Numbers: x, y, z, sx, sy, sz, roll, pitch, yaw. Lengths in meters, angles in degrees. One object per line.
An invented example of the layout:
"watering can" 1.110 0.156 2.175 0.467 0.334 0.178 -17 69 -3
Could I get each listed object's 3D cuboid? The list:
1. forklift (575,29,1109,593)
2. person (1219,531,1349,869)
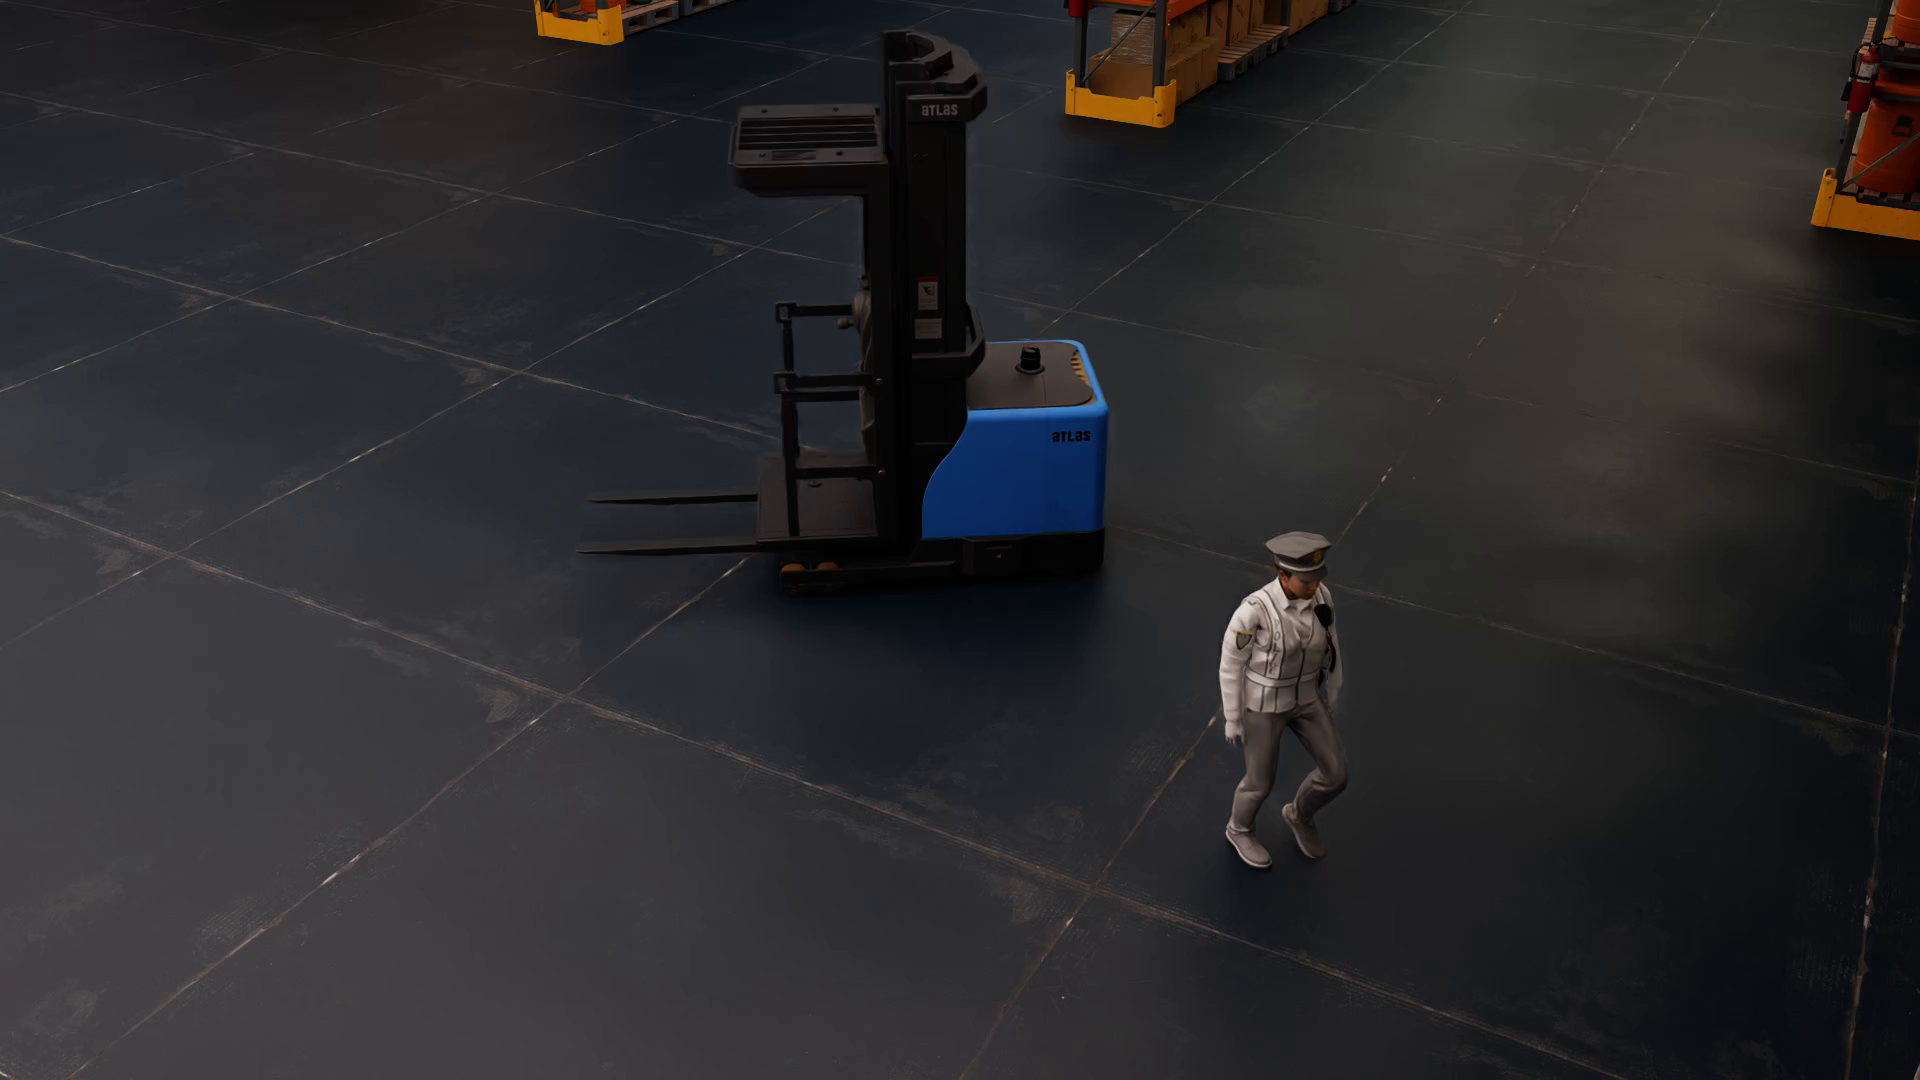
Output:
"forklift" -0.708 -1.243 9.225 3.031 2.935 1.130 -2 30 -4
"person" 1.410 0.728 7.110 0.599 1.671 0.450 -14 33 -22
